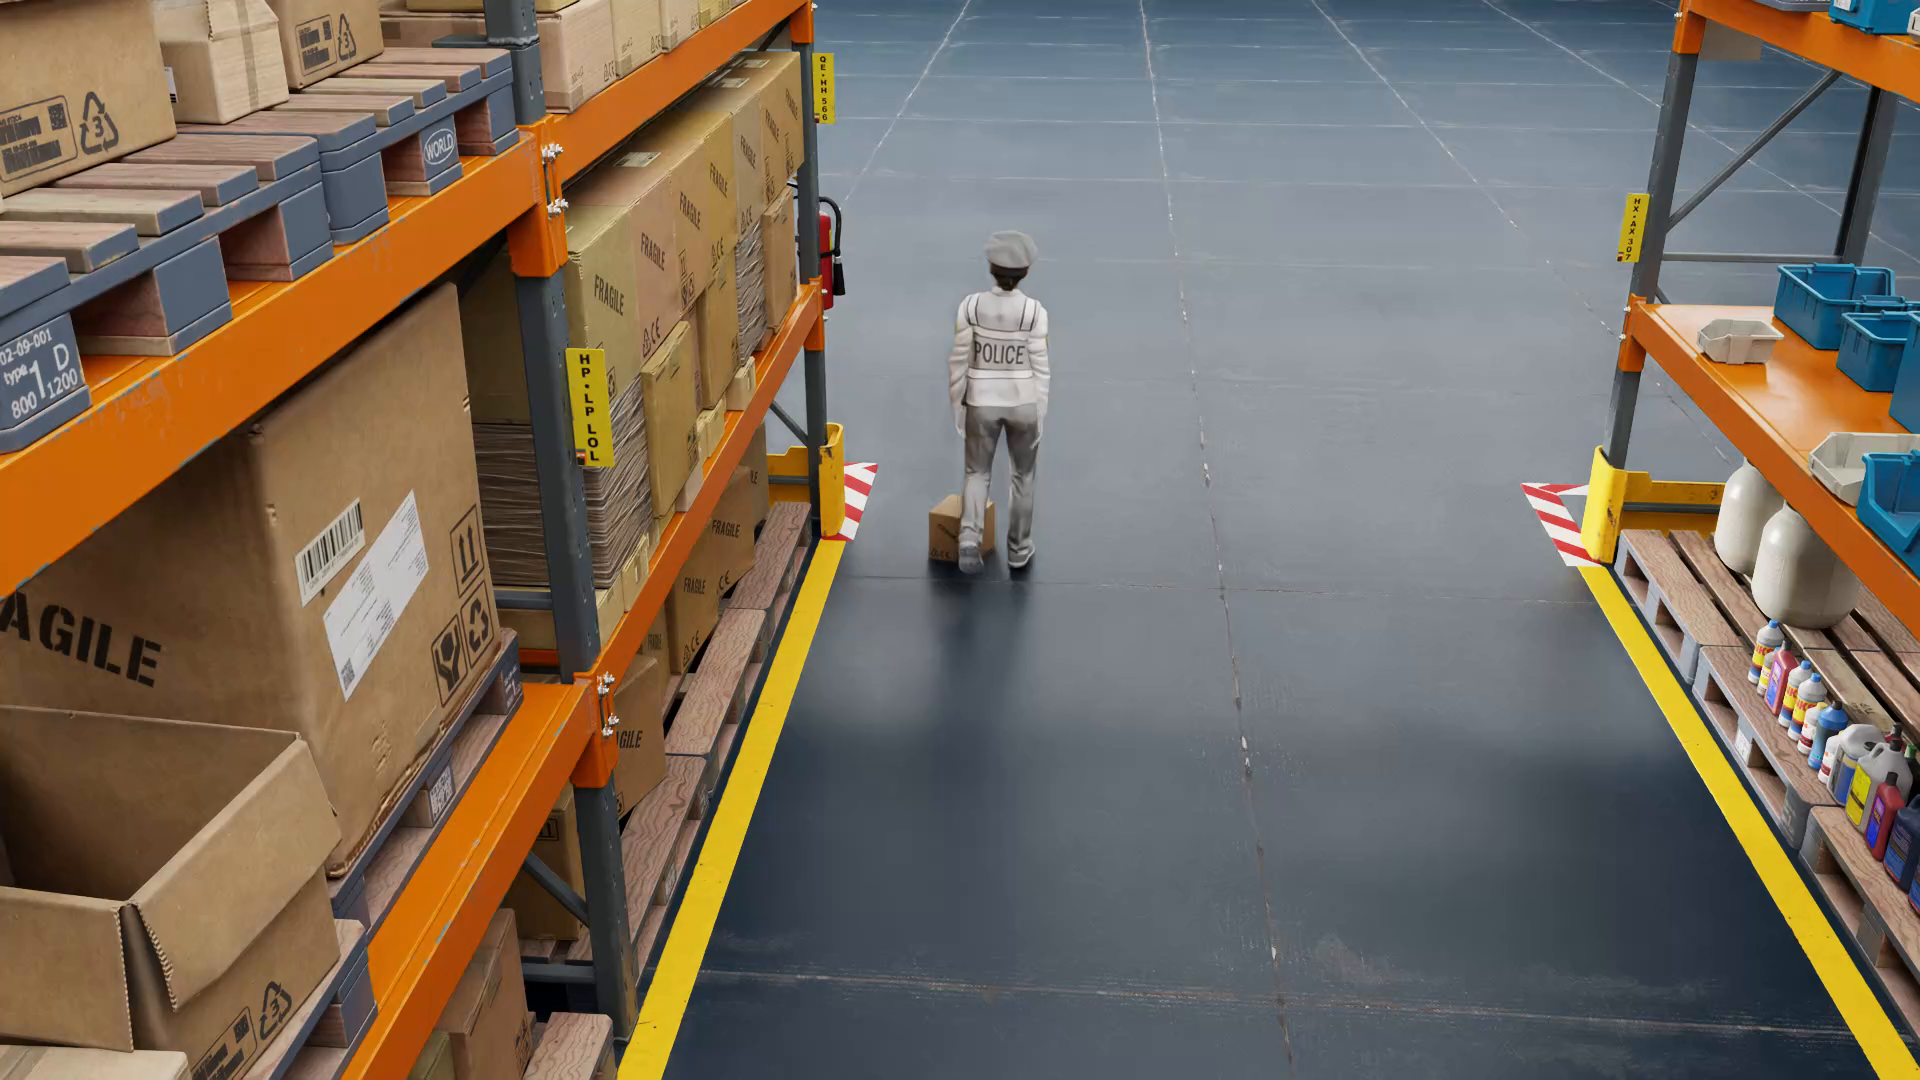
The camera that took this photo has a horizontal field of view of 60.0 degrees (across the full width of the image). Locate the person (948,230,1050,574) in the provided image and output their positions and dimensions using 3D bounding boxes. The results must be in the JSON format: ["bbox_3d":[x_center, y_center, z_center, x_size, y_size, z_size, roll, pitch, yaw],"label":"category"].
[{"bbox_3d":[0.174,-0.605,7.854,0.485,1.672,0.653,4,25,8],"label":"person"}]
